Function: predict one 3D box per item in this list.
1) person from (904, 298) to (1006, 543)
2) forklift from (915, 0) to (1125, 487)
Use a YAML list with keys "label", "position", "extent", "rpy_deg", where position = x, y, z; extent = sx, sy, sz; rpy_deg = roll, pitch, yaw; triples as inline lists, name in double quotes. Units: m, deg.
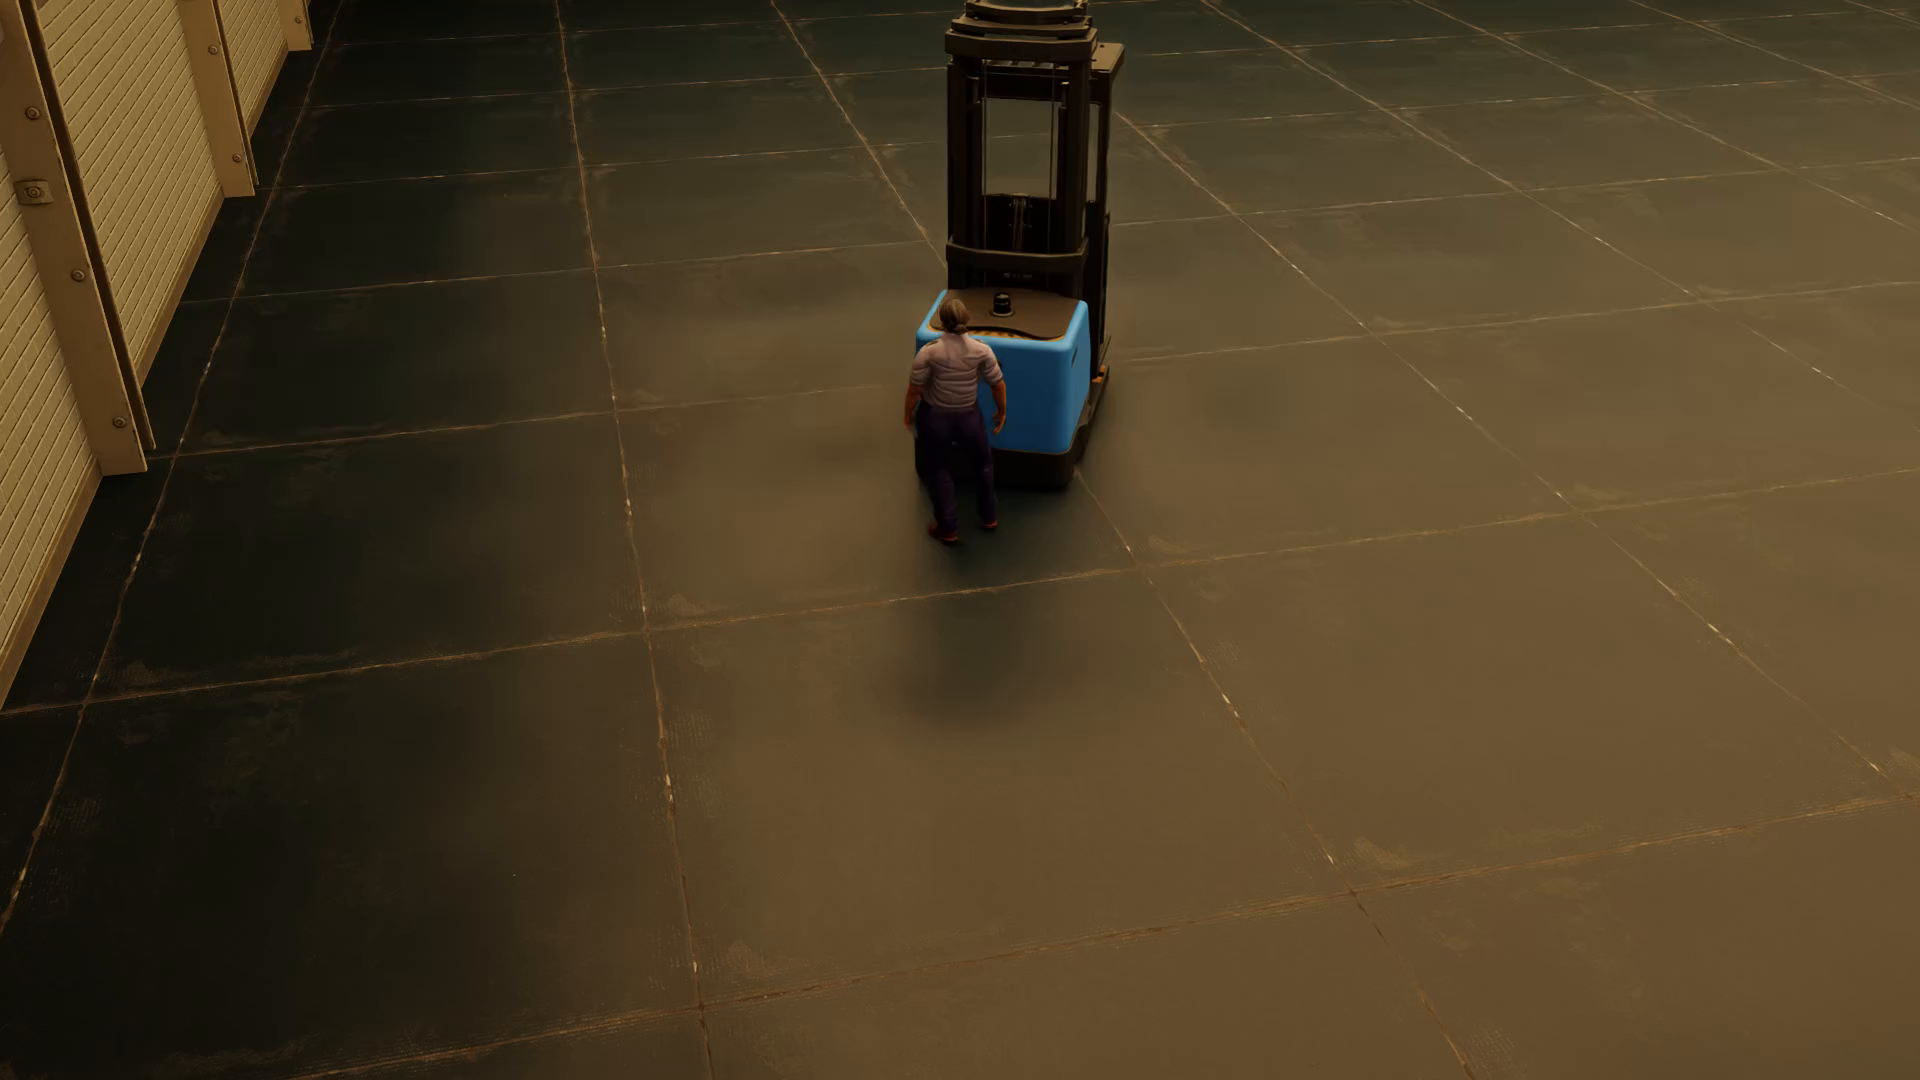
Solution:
- label: "person"
  position: [-0.035, -0.766, 10.225]
  extent: [0.627, 1.635, 0.523]
  rpy_deg: [-5, 30, -8]
- label: "forklift"
  position: [0.508, -2.344, 11.623]
  extent: [1.130, 2.935, 3.031]
  rpy_deg: [6, 31, 10]
